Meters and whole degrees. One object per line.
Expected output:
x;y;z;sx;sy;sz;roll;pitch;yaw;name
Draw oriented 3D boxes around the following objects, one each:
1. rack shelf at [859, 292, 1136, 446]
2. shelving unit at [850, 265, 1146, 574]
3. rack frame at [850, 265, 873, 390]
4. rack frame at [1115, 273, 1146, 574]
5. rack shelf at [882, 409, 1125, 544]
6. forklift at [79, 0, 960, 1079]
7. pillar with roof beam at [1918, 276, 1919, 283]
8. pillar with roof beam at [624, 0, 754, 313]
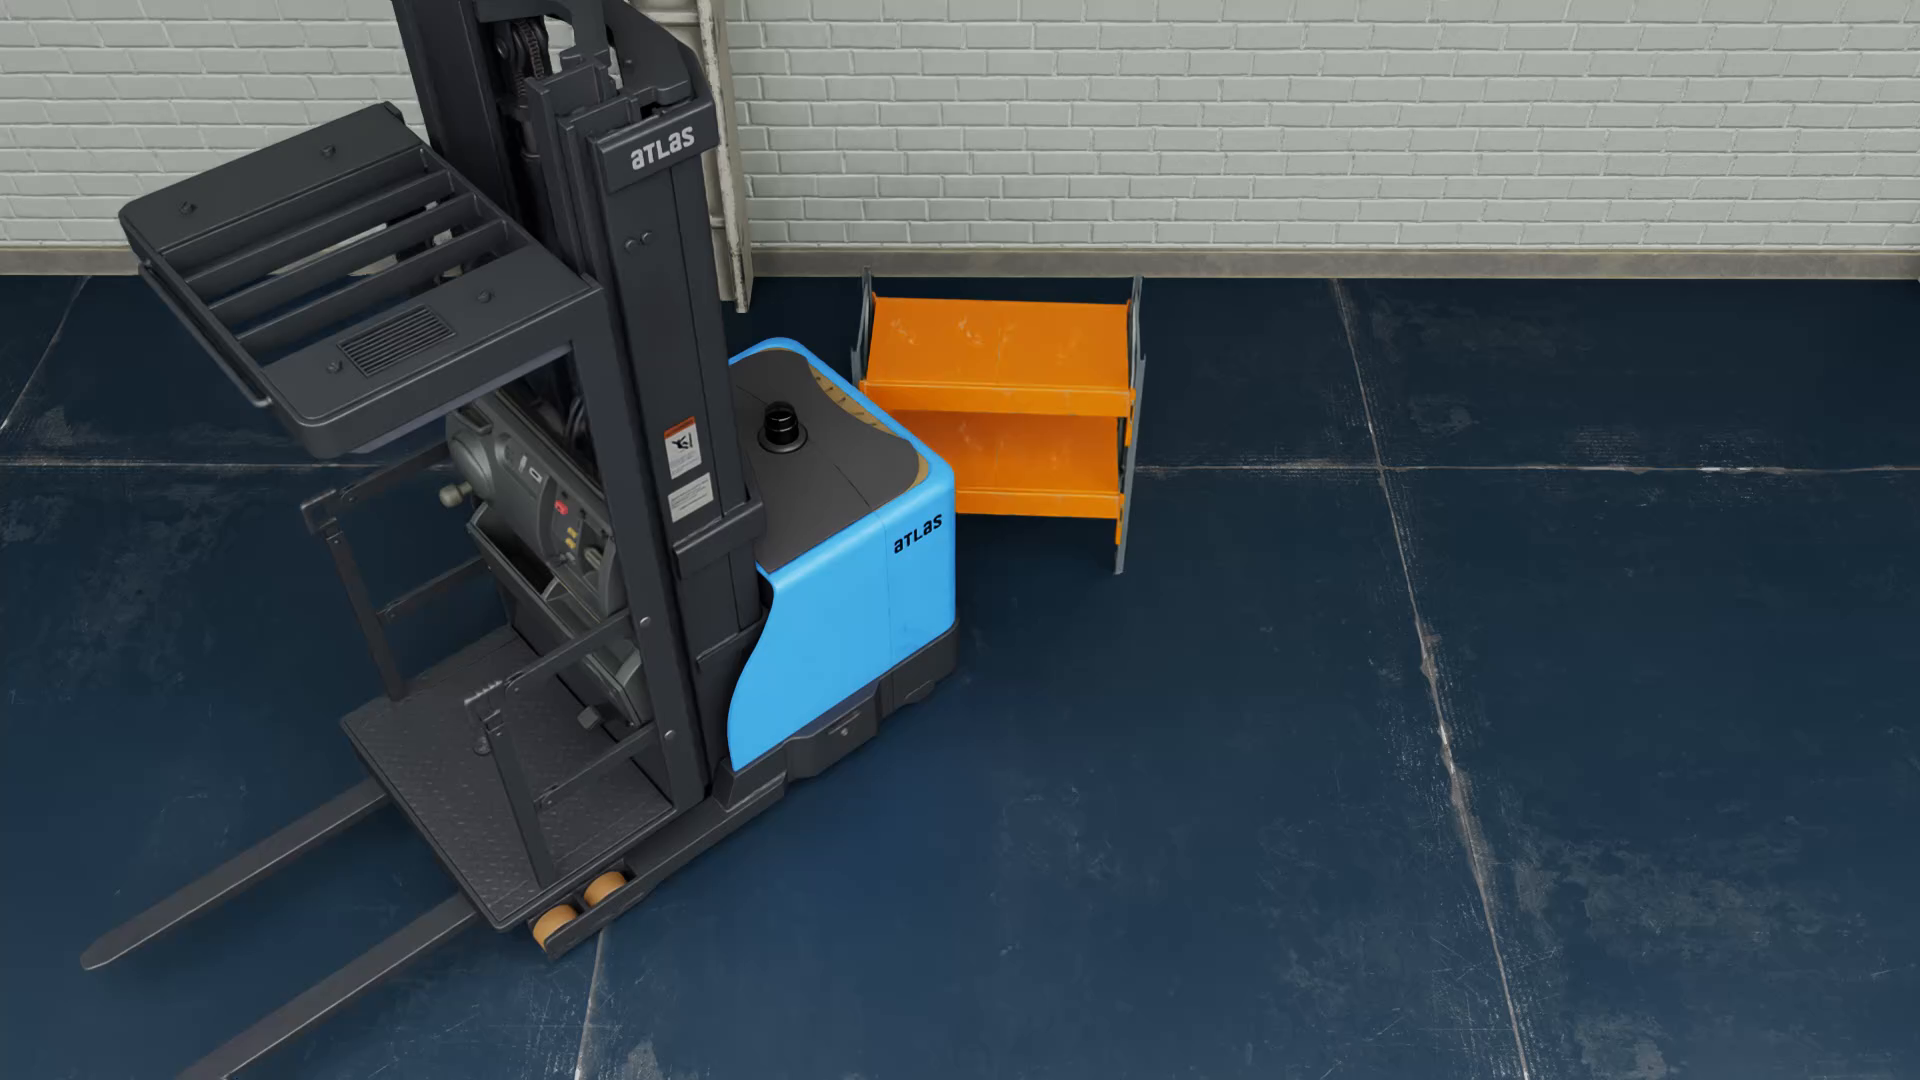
0.145;-0.648;6.266;1.000;0.278;0.538;2;47;2;rack shelf
0.145;-0.449;6.480;1.048;1.125;0.538;2;47;2;shelving unit
-0.363;-0.467;6.497;0.032;1.125;0.500;2;47;2;rack frame
0.653;-0.431;6.464;0.032;1.125;0.500;2;47;2;rack frame
0.145;-0.282;6.659;1.000;0.278;0.538;2;47;2;rack shelf
-1.444;-0.060;4.884;3.031;2.935;1.130;-33;55;-27;forklift
4.789;-1.082;1.690;0.400;9.000;9.100;0;47;0;pillar with roof beam
-1.211;-1.099;1.706;0.400;9.000;9.100;0;47;0;pillar with roof beam
